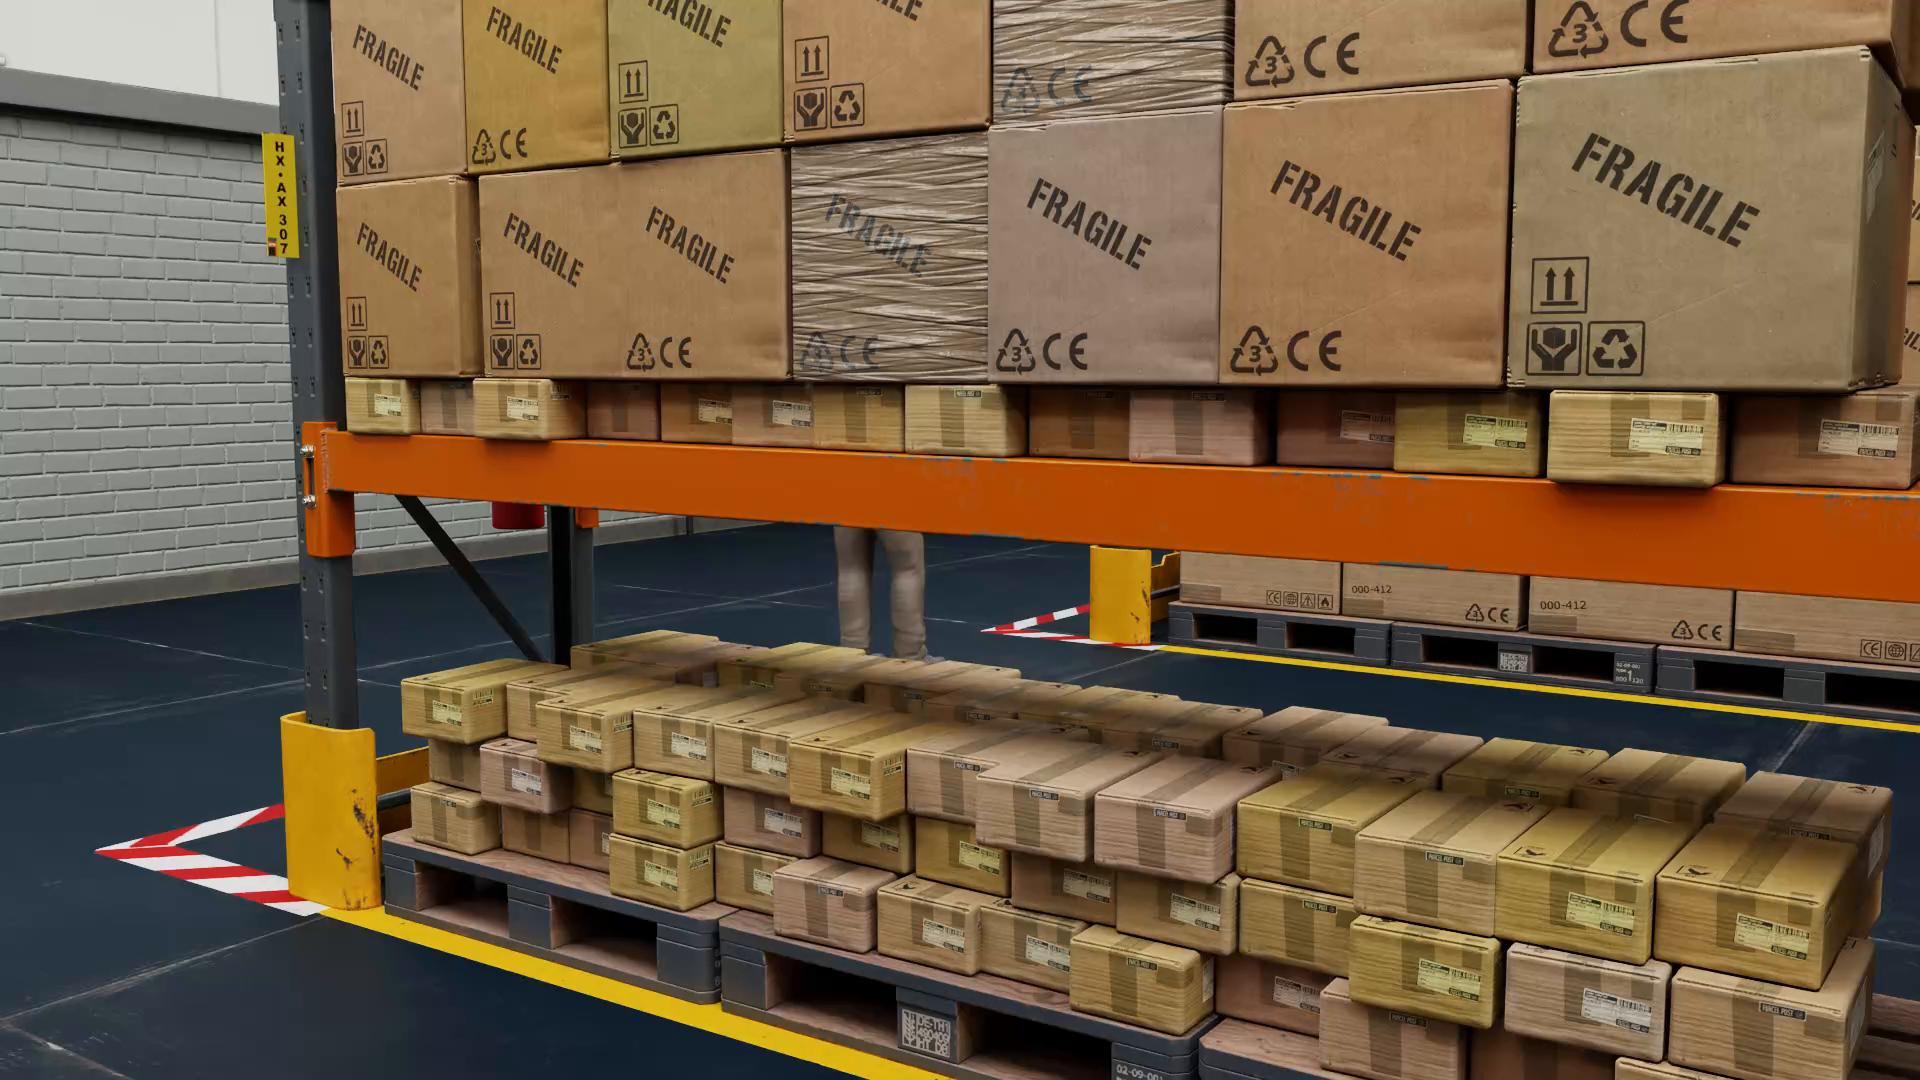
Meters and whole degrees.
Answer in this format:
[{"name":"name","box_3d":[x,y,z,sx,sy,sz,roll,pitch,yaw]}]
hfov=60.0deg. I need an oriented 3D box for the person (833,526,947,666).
[{"name":"person","box_3d":[-0.370,-0.224,7.882,0.552,1.729,0.507,3,7,25]}]
